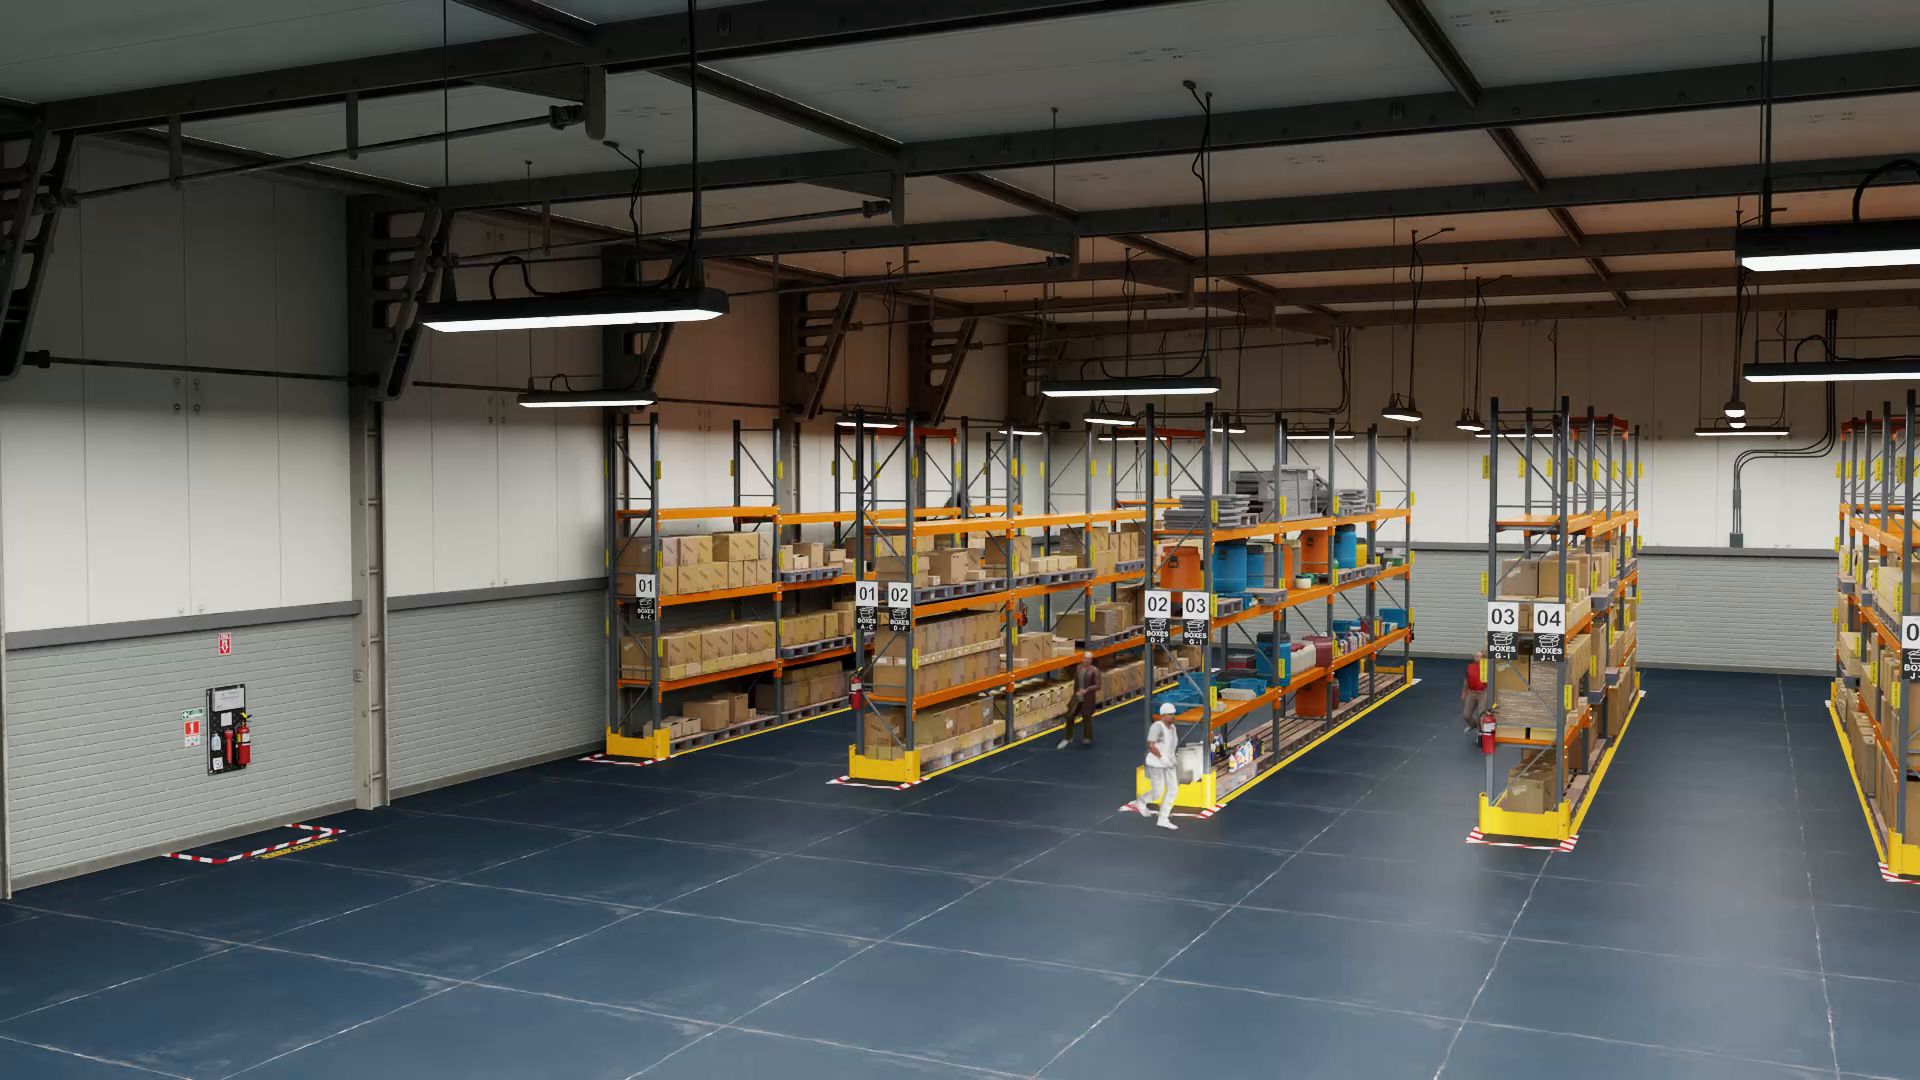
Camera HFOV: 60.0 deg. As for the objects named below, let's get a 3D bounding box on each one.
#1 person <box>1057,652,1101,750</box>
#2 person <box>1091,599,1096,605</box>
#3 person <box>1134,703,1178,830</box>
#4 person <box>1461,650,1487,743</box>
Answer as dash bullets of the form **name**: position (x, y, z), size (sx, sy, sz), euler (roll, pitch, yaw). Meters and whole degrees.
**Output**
- **person**: position (2.216, 2.857, 29.729), size (0.751, 1.749, 0.900), euler (1, 3, 31)
- **person**: position (3.461, 2.369, 44.136), size (0.683, 1.603, 0.481), euler (-2, 3, -36)
- **person**: position (2.740, 3.149, 23.372), size (0.773, 1.756, 0.674), euler (2, 3, 44)
- **person**: position (9.556, 2.866, 30.620), size (0.708, 1.693, 0.683), euler (2, 3, 38)
